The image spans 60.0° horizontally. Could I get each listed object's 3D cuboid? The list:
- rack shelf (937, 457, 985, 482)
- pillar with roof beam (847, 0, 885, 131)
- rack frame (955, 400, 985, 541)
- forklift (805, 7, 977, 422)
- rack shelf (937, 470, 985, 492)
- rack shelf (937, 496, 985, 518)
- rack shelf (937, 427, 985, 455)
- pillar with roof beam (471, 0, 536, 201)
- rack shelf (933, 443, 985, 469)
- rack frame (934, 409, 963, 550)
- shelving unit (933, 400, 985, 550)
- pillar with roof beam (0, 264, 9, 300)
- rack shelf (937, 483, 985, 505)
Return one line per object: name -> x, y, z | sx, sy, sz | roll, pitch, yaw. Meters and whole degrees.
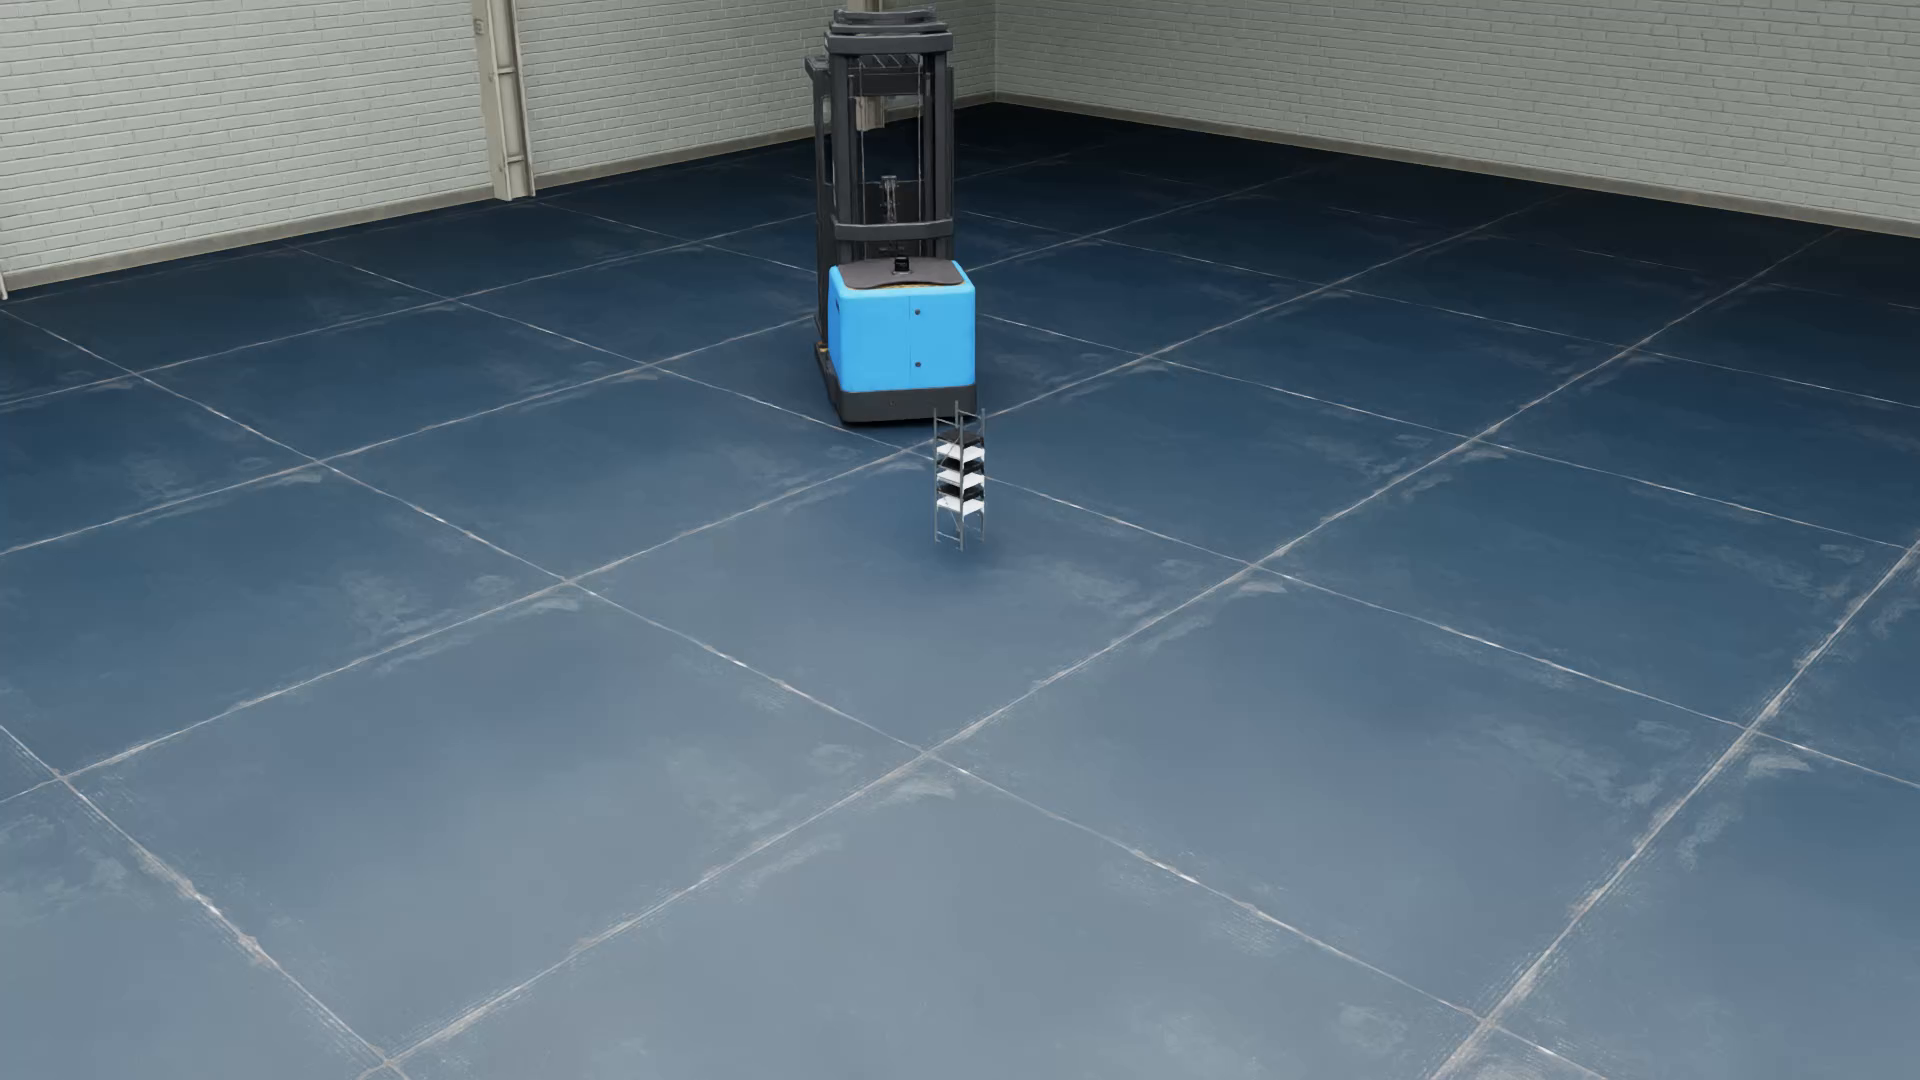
rack shelf -> -0.005, -0.460, 10.537 | 0.258, 0.077, 0.200 | 20, 31, 38
pillar with roof beam -> 1.873, -8.878, 19.551 | 9.100, 9.000, 0.400 | 20, 31, 38
rack frame -> 0.062, -0.439, 10.629 | 0.240, 0.900, 0.006 | 20, 31, 38
forklift -> -0.634, -2.800, 13.412 | 1.130, 2.935, 3.031 | -4, 24, -9
rack shelf -> -0.005, -0.378, 10.574 | 0.258, 0.077, 0.200 | 20, 31, 38
rack shelf -> -0.005, -0.213, 10.648 | 0.258, 0.077, 0.200 | 20, 31, 38
rack shelf -> -0.005, -0.624, 10.464 | 0.258, 0.077, 0.200 | 20, 31, 38
pillar with roof beam -> -2.132, -7.050, 15.474 | 9.100, 9.000, 0.400 | 20, 31, 38
rack shelf -> -0.005, -0.542, 10.500 | 0.258, 0.077, 0.200 | 20, 31, 38
rack frame -> -0.073, -0.377, 10.491 | 0.240, 0.900, 0.006 | 20, 31, 38
shelving unit -> -0.005, -0.408, 10.560 | 0.258, 0.900, 0.210 | 20, 31, 38
pillar with roof beam -> -6.136, -5.222, 11.397 | 9.100, 9.000, 0.400 | 20, 31, 38
rack shelf -> -0.005, -0.296, 10.611 | 0.258, 0.077, 0.200 | 20, 31, 38
